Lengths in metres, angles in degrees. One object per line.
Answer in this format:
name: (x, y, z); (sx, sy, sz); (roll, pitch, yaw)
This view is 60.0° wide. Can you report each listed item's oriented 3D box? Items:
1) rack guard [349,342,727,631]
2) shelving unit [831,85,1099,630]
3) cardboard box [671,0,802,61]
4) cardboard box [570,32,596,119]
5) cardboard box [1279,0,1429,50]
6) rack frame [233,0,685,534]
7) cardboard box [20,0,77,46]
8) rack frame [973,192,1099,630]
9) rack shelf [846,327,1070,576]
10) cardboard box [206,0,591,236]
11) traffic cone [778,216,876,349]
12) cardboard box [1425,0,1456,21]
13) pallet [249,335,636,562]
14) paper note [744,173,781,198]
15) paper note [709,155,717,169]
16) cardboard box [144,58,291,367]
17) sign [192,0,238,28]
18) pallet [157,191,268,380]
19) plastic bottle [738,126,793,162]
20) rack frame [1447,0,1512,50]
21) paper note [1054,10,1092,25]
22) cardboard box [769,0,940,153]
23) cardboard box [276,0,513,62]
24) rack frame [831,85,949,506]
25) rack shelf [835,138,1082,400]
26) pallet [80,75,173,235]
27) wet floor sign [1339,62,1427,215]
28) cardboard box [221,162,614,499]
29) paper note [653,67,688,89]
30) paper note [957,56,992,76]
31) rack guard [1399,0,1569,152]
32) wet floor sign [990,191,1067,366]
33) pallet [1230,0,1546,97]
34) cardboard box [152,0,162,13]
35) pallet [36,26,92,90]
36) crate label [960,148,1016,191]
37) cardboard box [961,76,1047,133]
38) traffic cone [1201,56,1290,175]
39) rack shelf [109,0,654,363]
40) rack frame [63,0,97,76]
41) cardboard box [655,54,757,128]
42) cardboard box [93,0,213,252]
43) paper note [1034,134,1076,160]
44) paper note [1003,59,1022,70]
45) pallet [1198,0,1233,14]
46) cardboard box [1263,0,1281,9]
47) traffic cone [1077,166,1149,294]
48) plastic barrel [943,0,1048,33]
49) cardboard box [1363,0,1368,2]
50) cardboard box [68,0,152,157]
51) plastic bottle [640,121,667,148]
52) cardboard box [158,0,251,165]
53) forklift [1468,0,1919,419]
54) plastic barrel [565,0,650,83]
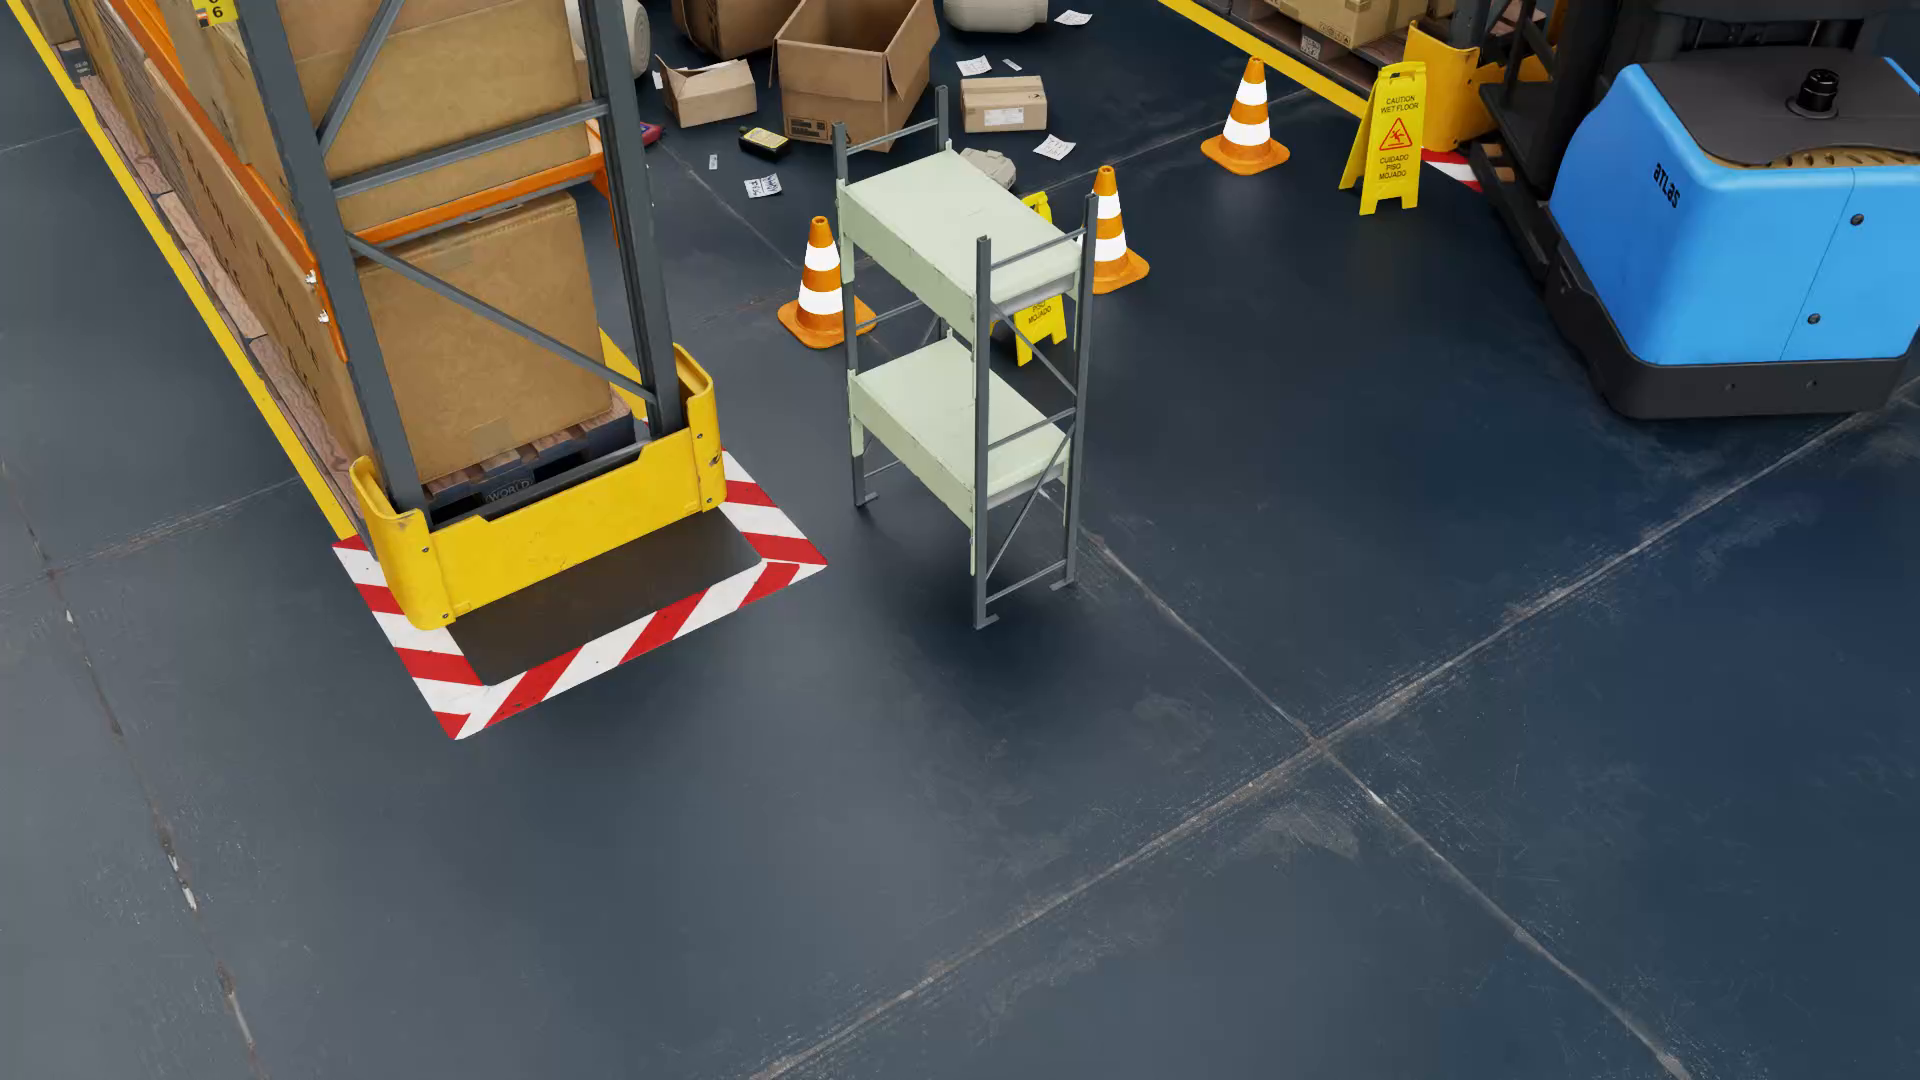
rack guard: (-1.380, -0.195, 5.592); (1.175, 0.500, 0.348); (-26, 49, -24)
shelving unit: (0.004, -0.539, 5.228); (0.431, 1.500, 0.755); (-26, 49, -24)
cardboard box: (-1.015, -2.792, 8.212); (0.797, 0.637, 0.503); (-26, 49, -24)
cardboard box: (-1.953, -2.001, 7.482); (0.500, 0.500, 0.500); (-18, 46, -18)
cardboard box: (1.911, -2.648, 8.038); (0.500, 0.250, 0.500); (-26, 49, -25)
rack frame: (-1.394, -1.112, 4.743); (1.000, 3.000, 0.127); (-26, 49, -24)
cardboard box: (-4.111, -3.032, 8.079); (1.050, 0.750, 0.750); (-26, 49, -25)
rack frame: (0.213, -0.331, 5.011); (0.400, 1.500, 0.023); (-26, 49, -24)
rack shelf: (0.004, -0.303, 5.453); (0.431, 0.370, 0.720); (-26, 49, -24)
cardboard box: (-1.644, -1.359, 4.893); (0.875, 0.550, 0.550); (-26, 49, -24)
traffic cone: (-0.533, -1.057, 6.522); (0.336, 0.463, 0.334); (-26, 49, -24)
cardboard box: (2.373, -2.849, 8.249); (0.500, 0.250, 0.500); (-26, 49, -25)
pallet: (-1.916, -0.526, 6.148); (1.003, 0.211, 1.213); (-26, 49, -24)
paper note: (-0.875, -1.573, 7.377); (0.144, 0.017, 0.142); (-10, 45, -11)
paper note: (-1.119, -1.714, 7.538); (0.032, 0.001, 0.123); (-3, 44, -4)
cardboard box: (-2.341, -1.351, 6.228); (0.875, 0.875, 0.875); (-26, 50, -25)
sign: (-1.847, -1.410, 4.045); (0.100, 0.325, 0.005); (-26, 49, -24)
pallet: (-2.610, -1.216, 6.871); (1.003, 0.211, 1.213); (-26, 49, -24)
plastic bottle: (-0.917, -1.824, 7.616); (0.283, 0.061, 0.133); (26, 49, 25)
rack frame: (2.608, -3.125, 6.851); (1.000, 3.000, 0.127); (-26, 49, -24)
paper note: (0.584, -2.685, 8.540); (0.148, 0.019, 0.142); (26, 49, 25)
cardboard box: (-0.473, -2.217, 7.708); (0.637, 0.503, 0.797); (11, 45, 11)
cardboard box: (-1.575, -1.783, 4.555); (0.875, 0.550, 0.550); (-26, 49, -24)
rack frame: (-0.206, -0.746, 5.445); (0.400, 1.500, 0.023); (-26, 49, -24)
rack shelf: (0.004, -0.821, 4.959); (0.431, 0.370, 0.720); (-26, 49, -24)
pallet: (-3.312, -1.908, 7.595); (1.003, 0.211, 1.213); (-26, 49, -24)
wet floor sign: (1.839, -1.743, 7.109); (0.267, 0.644, 0.232); (-10, 45, -11)
cardboard box: (-1.836, -0.854, 5.707); (0.875, 0.875, 0.875); (-25, 49, -24)
paper note: (-1.405, -2.255, 8.096); (0.172, 0.023, 0.155); (-10, 45, -11)
paper note: (0.072, -2.336, 8.184); (0.148, 0.019, 0.142); (-10, 45, -11)
rack guard: (2.565, -2.264, 7.759); (1.175, 0.500, 0.348); (-26, 49, -24)
wet floor sign: (0.246, -1.027, 6.358); (0.267, 0.644, 0.232); (-35, 53, -31)
pallet: (2.129, -2.634, 8.356); (1.003, 0.211, 1.213); (-26, 49, -24)
cardboard box: (-2.531, -2.312, 5.891); (0.875, 0.550, 0.500); (-26, 49, -24)
pallet: (-4.186, -2.777, 8.506); (1.003, 0.211, 1.213); (-26, 49, -24)
crate label: (0.087, -1.613, 7.341); (0.298, 0.136, 0.250); (18, 47, 18)
cardboard box: (0.202, -2.038, 7.777); (0.380, 0.149, 0.250); (-3, 44, -4)
traffic cone: (1.304, -1.941, 7.449); (0.336, 0.463, 0.334); (-26, 49, -24)
rack shelf: (-2.538, -1.985, 6.178); (1.077, 0.370, 4.000); (-26, 49, -24)
rack frame: (-3.682, -3.378, 7.116); (1.000, 3.000, 0.127); (-26, 49, -24)
cardboard box: (-1.188, -2.143, 7.803); (0.396, 0.266, 0.258); (-18, 46, -18)
cardboard box: (-2.861, -1.868, 6.769); (0.875, 0.875, 0.875); (-25, 49, -24)
paper note: (0.435, -1.800, 7.614); (0.142, 0.019, 0.148); (26, 49, 25)
paper note: (0.258, -2.343, 8.197); (0.032, 0.001, 0.123); (-26, 49, -24)
pallet: (1.435, -3.324, 9.079); (1.003, 0.211, 1.213); (-26, 49, -24)
cardboard box: (1.635, -2.930, 8.335); (0.500, 0.250, 0.500); (-26, 49, -24)
traffic cone: (0.588, -1.310, 6.788); (0.336, 0.463, 0.334); (-26, 49, -24)
plastic barrel: (0.185, -2.765, 8.340); (0.512, 0.421, 0.421); (4, 44, 4)
cardboard box: (1.936, -2.904, 7.764); (0.500, 0.500, 0.500); (-25, 49, -24)
cardboard box: (-3.380, -2.377, 7.303); (0.875, 0.875, 0.875); (-25, 49, -24)
plastic bottle: (-1.485, -1.857, 7.651); (0.133, 0.061, 0.283); (26, 49, 25)
cardboard box: (-1.976, -1.662, 5.210); (0.875, 0.550, 0.550); (-26, 49, -24)
forklift: (2.860, -2.512, 6.258); (1.130, 2.935, 3.031); (-2, 44, -2)
plastic barrel: (-1.775, -2.409, 7.967); (0.512, 0.421, 0.421); (4, 44, 4)
